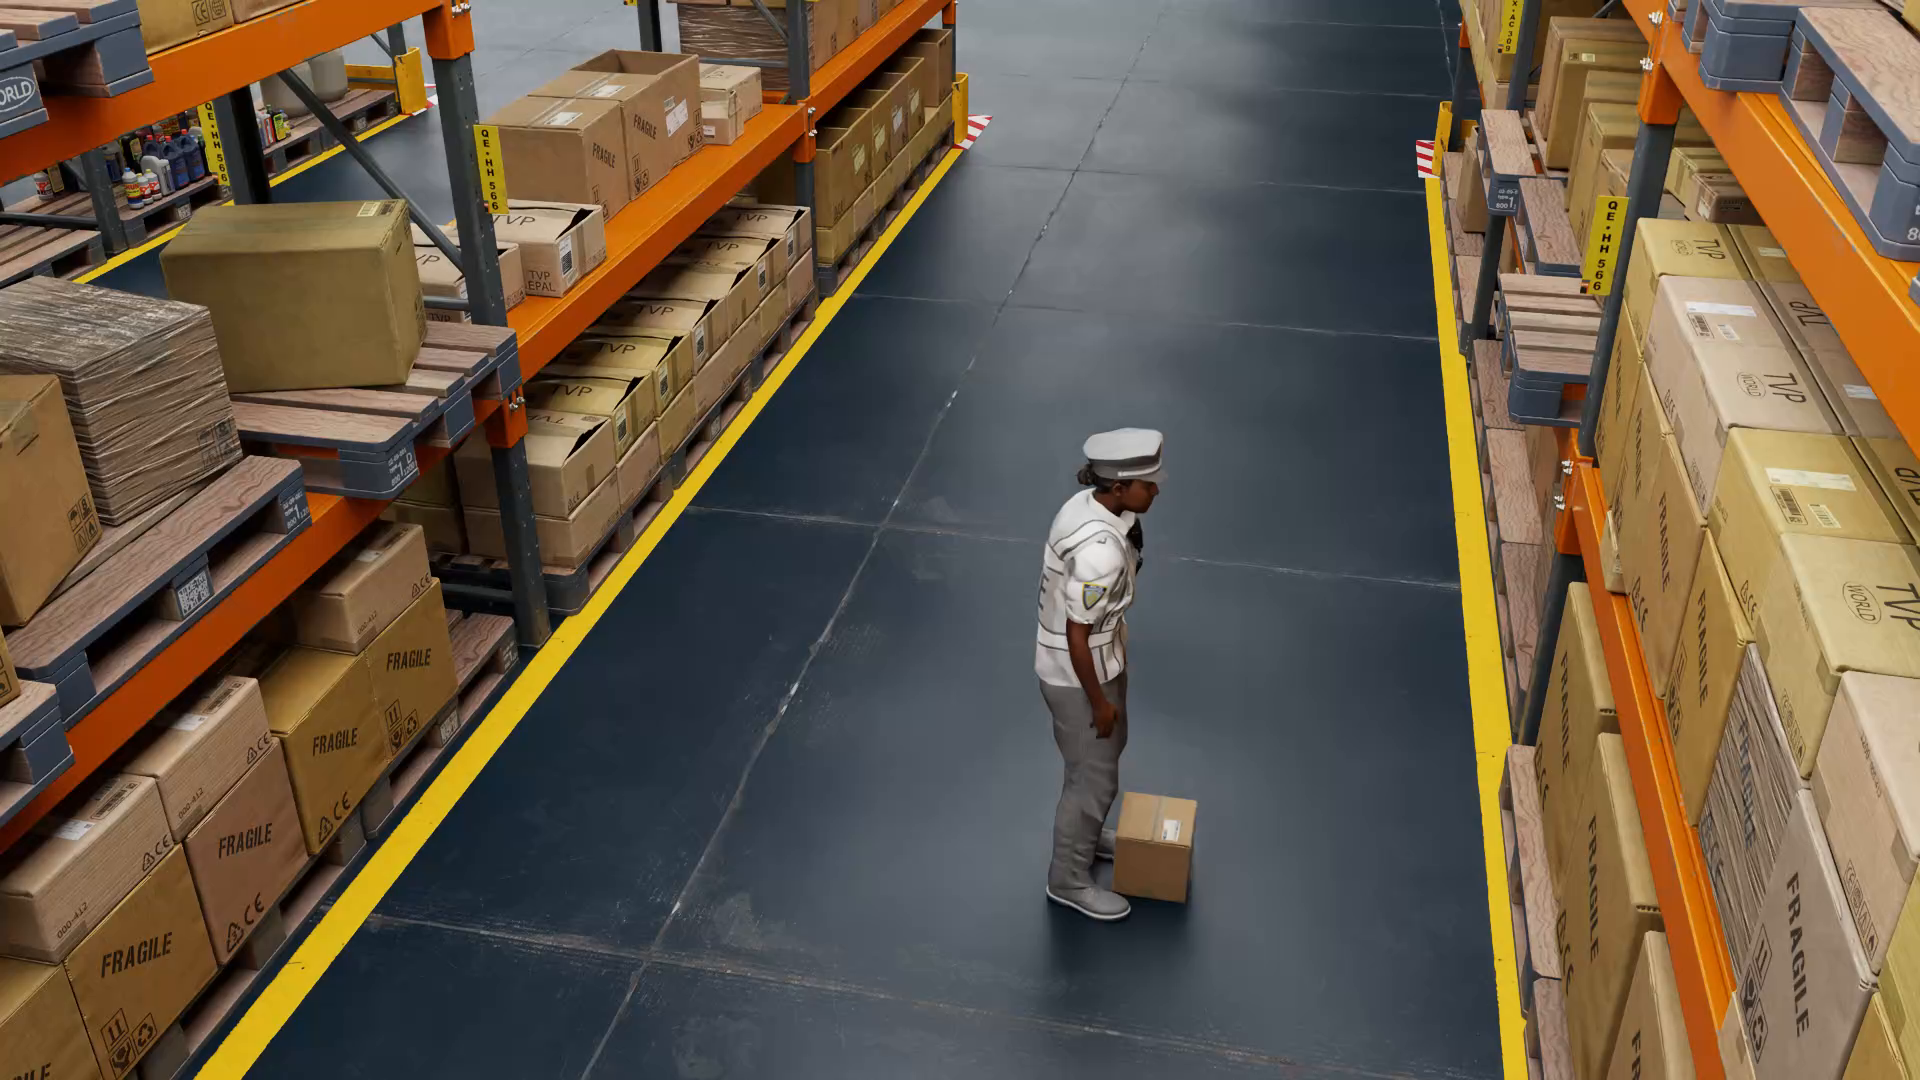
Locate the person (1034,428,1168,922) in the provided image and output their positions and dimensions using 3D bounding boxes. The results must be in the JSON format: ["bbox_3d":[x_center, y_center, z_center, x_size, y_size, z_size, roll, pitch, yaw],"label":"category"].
[{"bbox_3d":[0.433,0.420,5.365,0.386,1.660,0.505,5,29,9],"label":"person"}]
